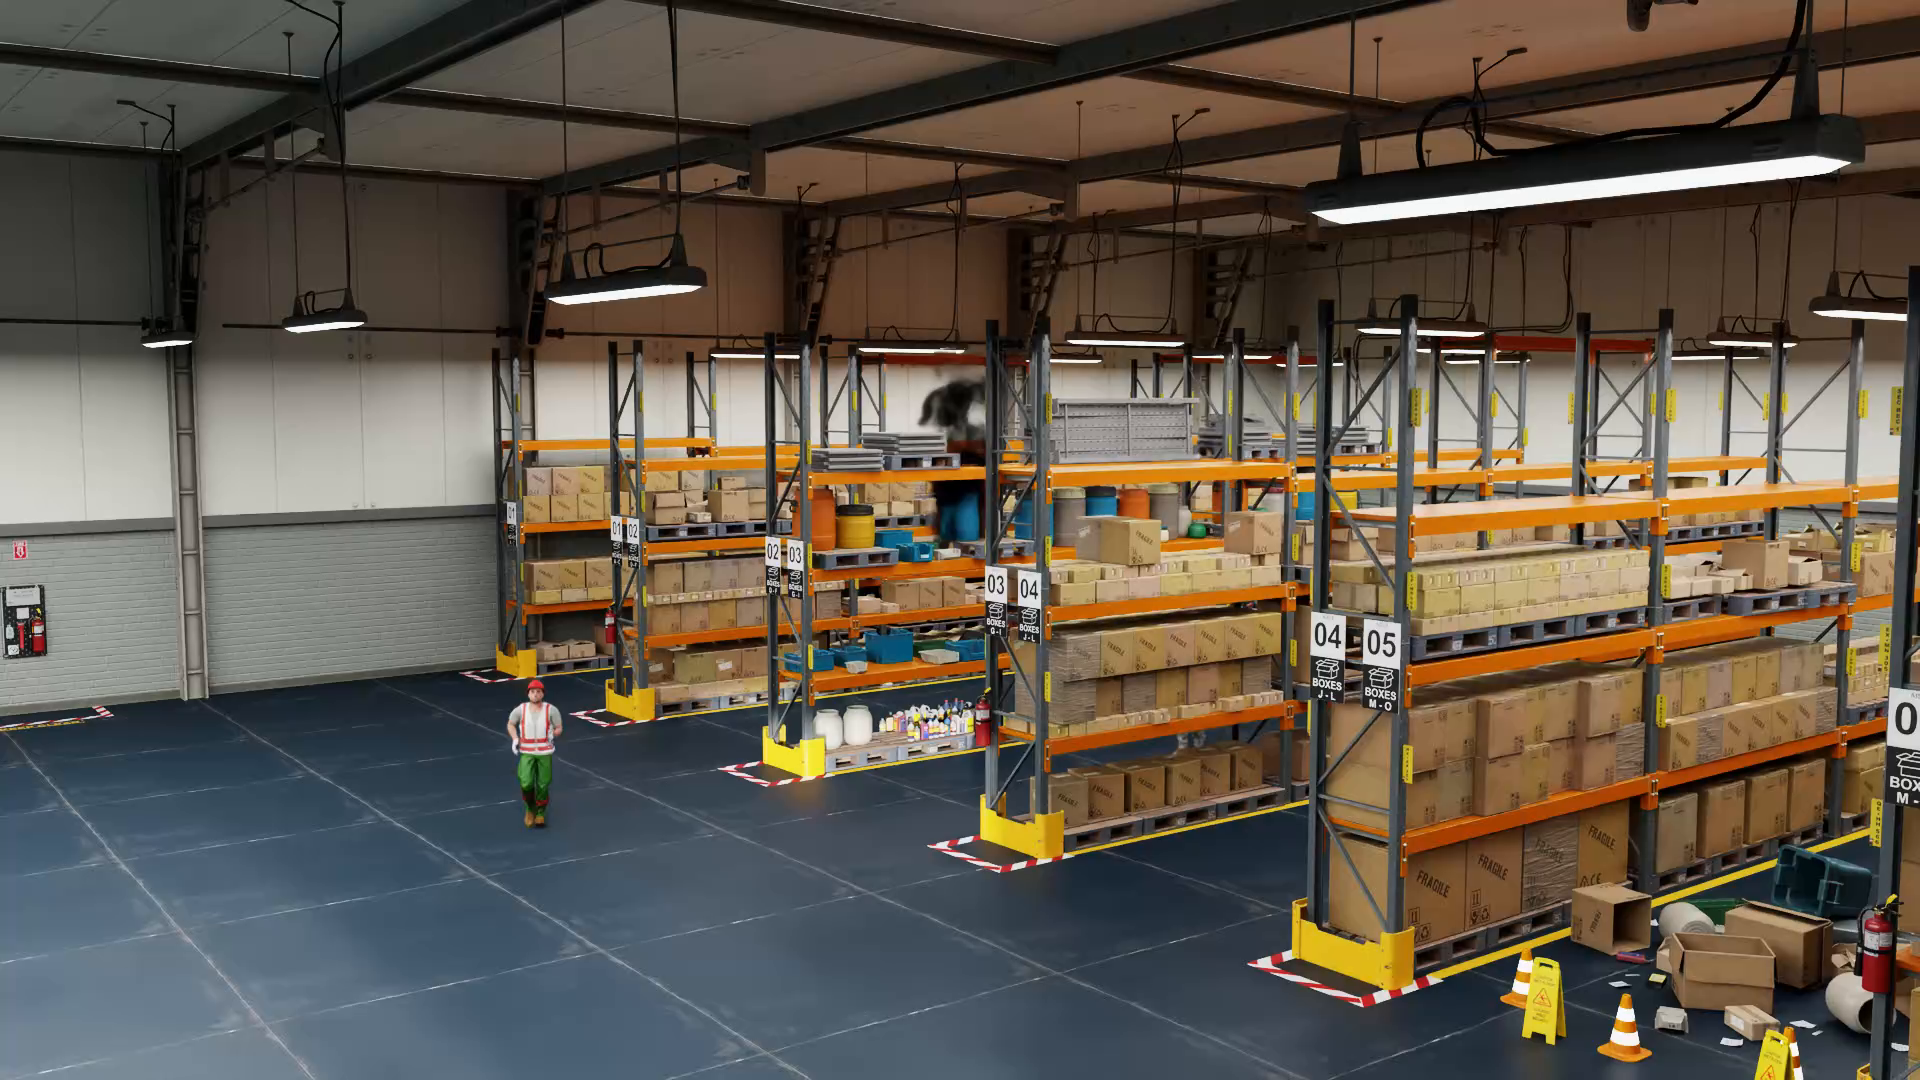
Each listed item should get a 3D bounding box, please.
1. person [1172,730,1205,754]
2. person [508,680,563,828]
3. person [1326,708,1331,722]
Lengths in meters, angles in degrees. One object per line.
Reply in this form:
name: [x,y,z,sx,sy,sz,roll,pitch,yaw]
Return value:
person: [3.048,2.027,22.499,0.545,1.760,0.687,-4,7,-40]
person: [-5.032,2.548,19.709,0.640,1.762,0.614,-1,5,-14]
person: [5.349,2.155,24.403,0.639,1.746,0.721,-4,6,-37]
